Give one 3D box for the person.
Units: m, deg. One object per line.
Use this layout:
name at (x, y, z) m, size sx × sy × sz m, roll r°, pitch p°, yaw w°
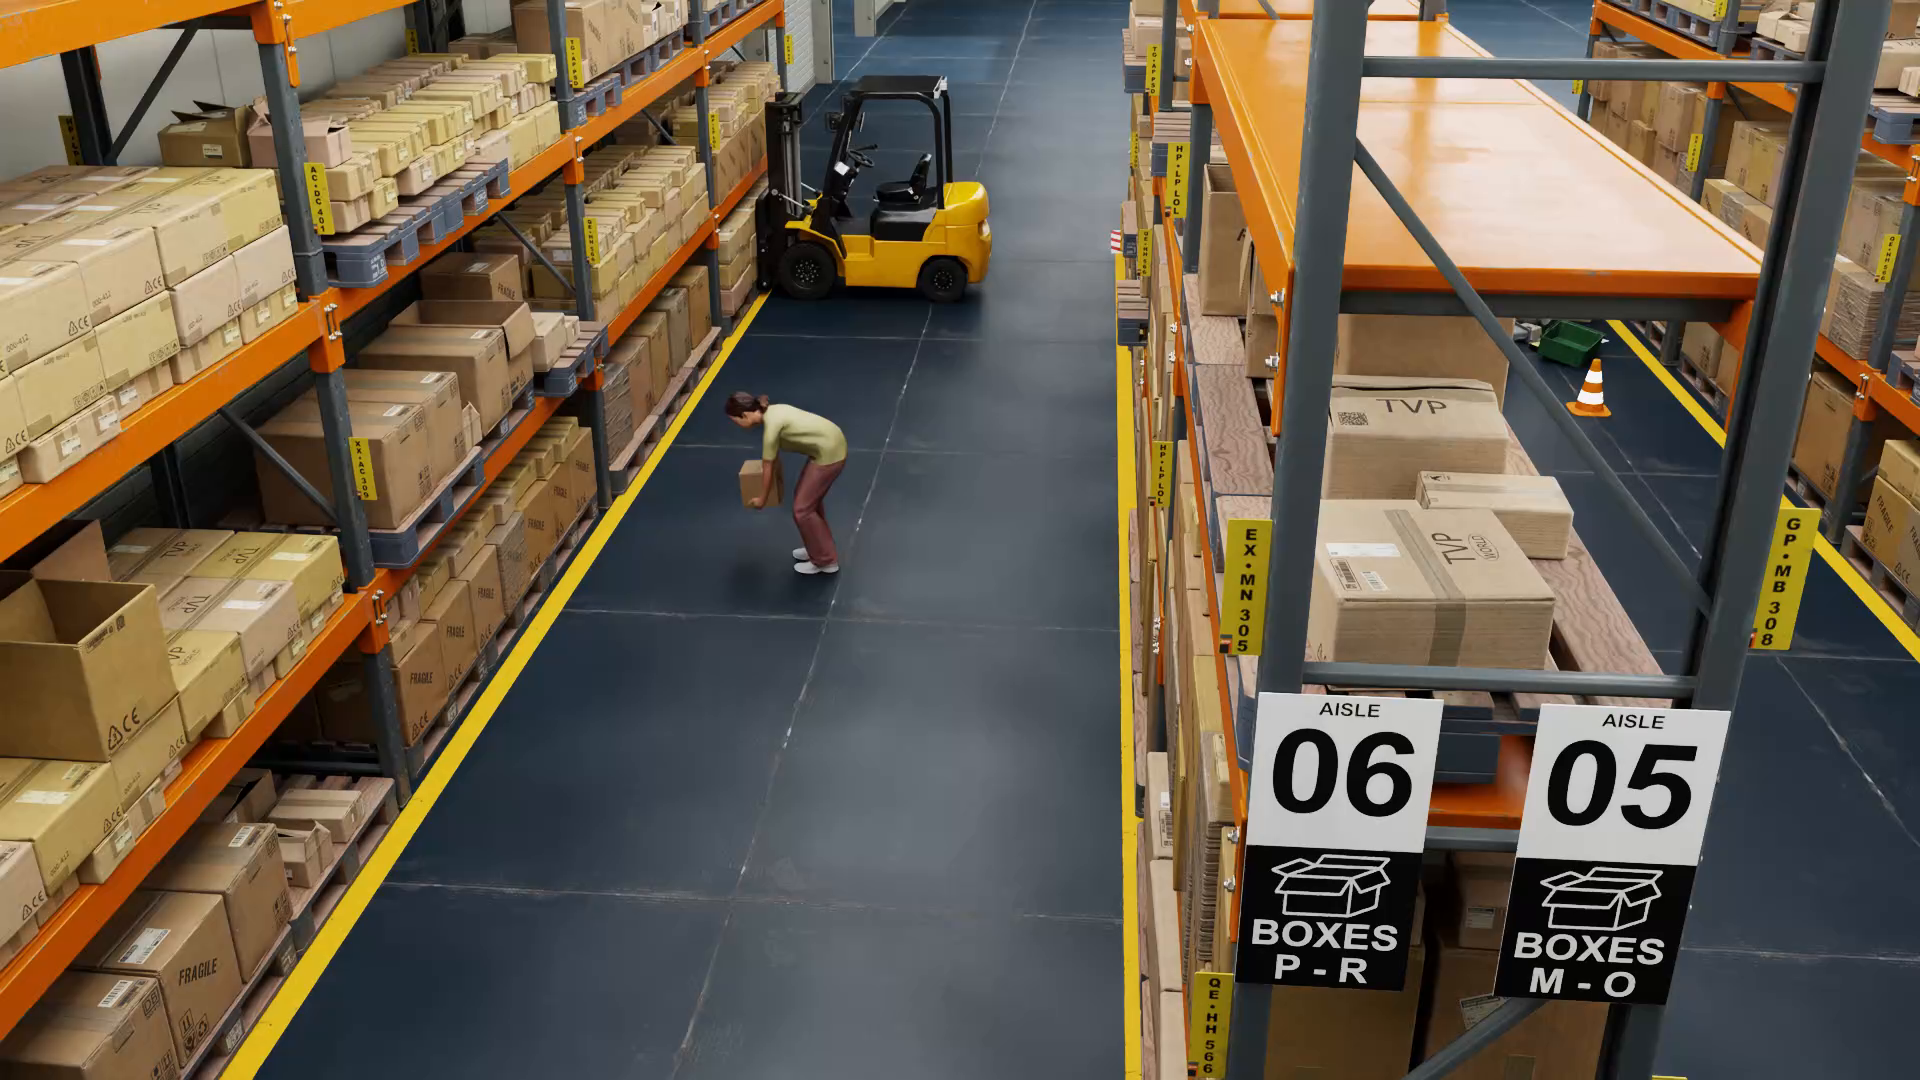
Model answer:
person at (-1.171, -0.361, 11.396) m, size 0.819 × 1.168 × 0.416 m, roll 1°, pitch 25°, yaw 2°
